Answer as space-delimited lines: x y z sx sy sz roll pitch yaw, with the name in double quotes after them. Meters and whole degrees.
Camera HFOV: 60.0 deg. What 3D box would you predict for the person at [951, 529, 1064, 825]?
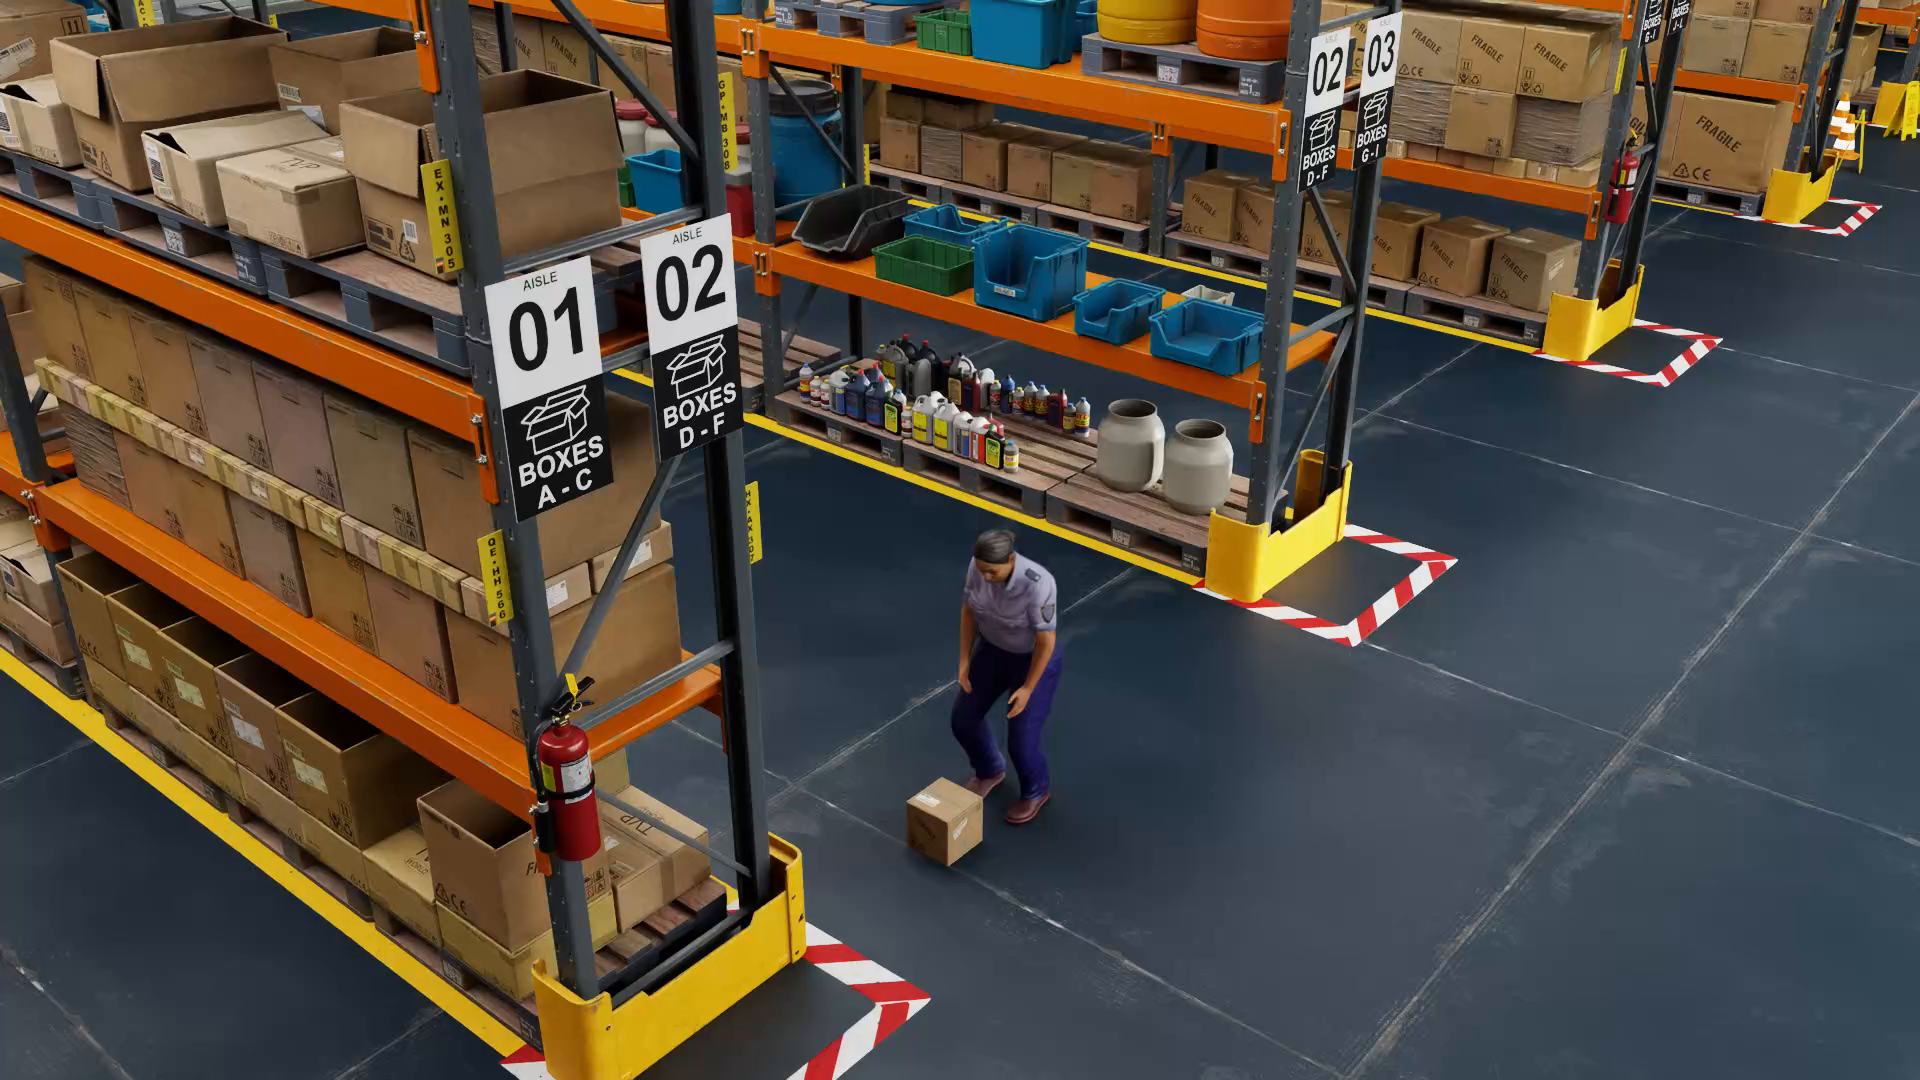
0.244 0.586 7.655 0.519 1.529 0.507 22 34 35 "person"
